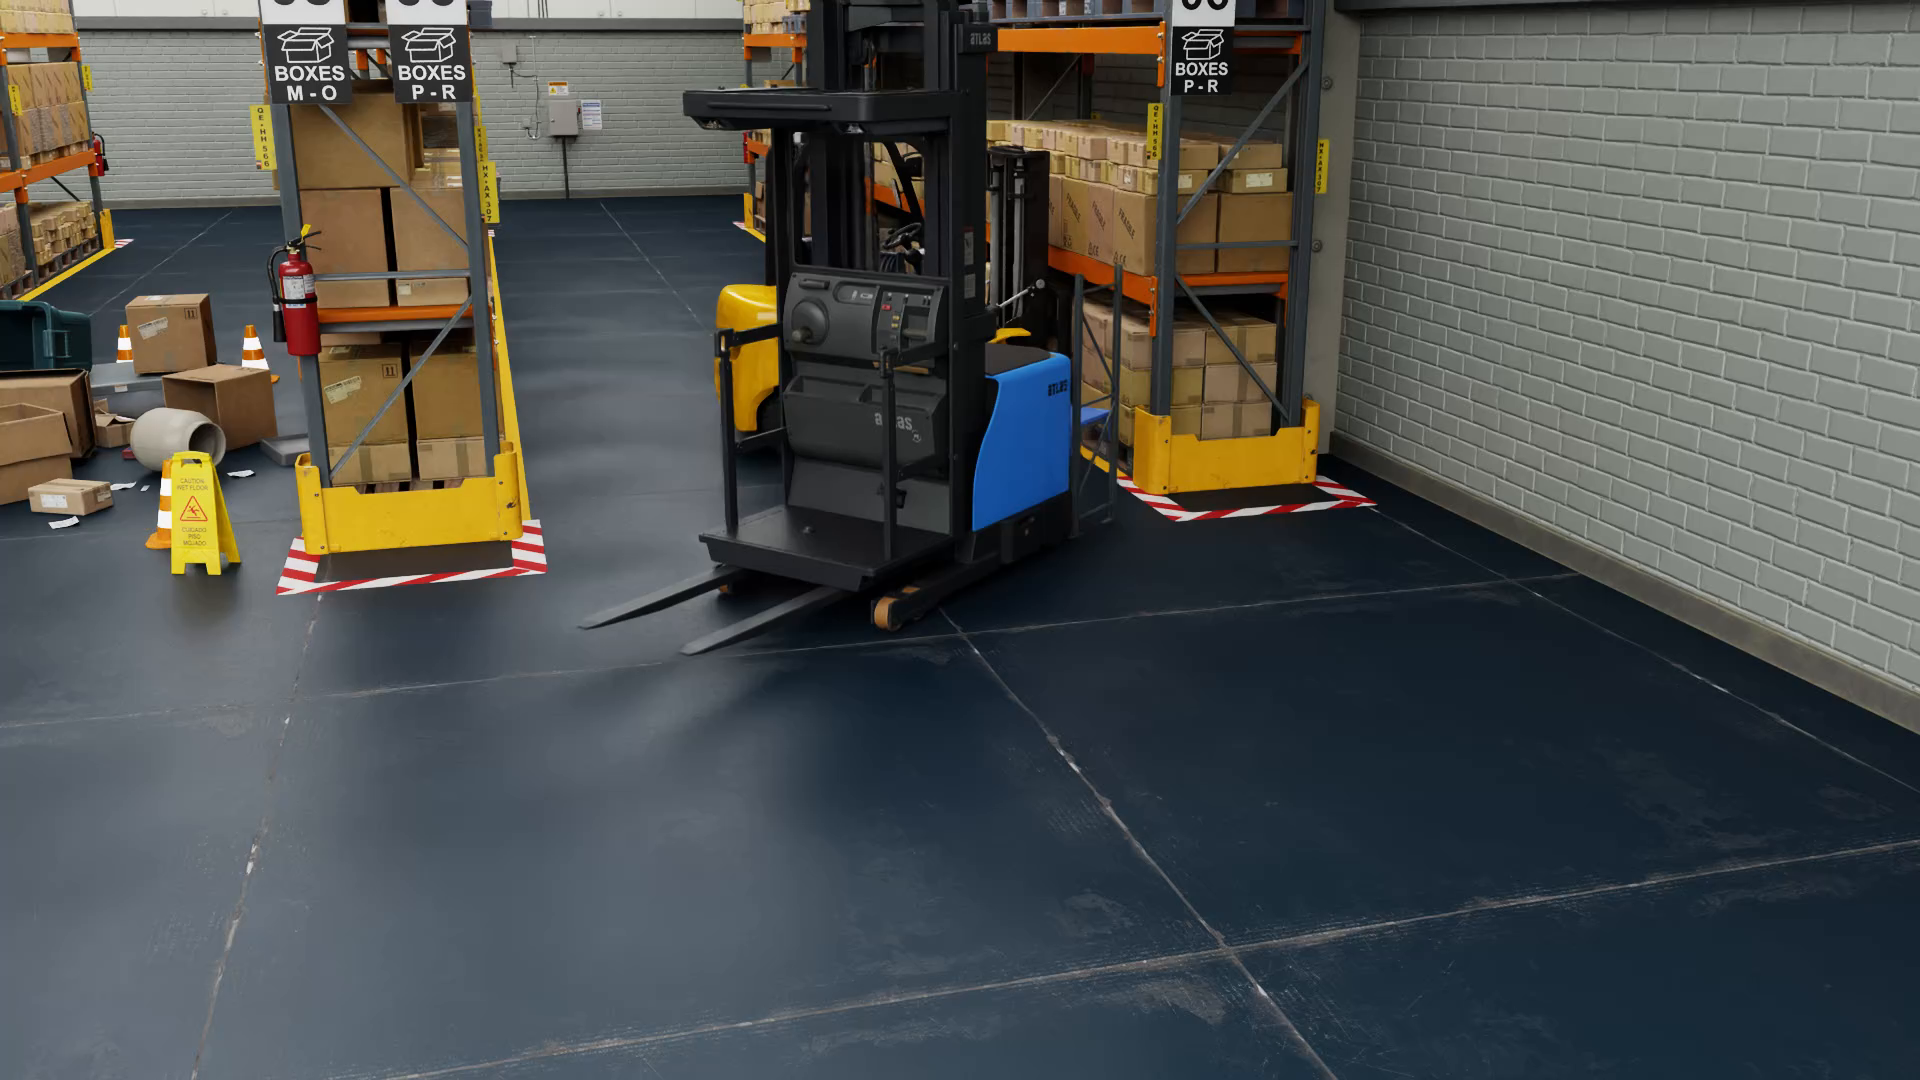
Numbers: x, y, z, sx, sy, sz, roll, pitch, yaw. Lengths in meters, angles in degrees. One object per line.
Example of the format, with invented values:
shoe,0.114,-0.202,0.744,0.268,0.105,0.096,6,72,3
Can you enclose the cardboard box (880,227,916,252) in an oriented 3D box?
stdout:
cardboard box,-0.346,-2.920,17.355,0.875,0.625,0.625,-4,17,-13

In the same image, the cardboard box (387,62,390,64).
cardboard box,-7.257,-6.134,21.618,0.380,0.149,0.250,-5,17,-17

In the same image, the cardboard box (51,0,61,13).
cardboard box,-11.693,-6.785,21.003,0.500,0.250,0.500,-5,17,-17

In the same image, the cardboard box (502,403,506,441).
cardboard box,-3.166,-0.694,10.598,0.500,0.250,0.500,-4,17,-13

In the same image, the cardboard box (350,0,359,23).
cardboard box,-3.584,-2.958,9.309,0.380,0.149,0.250,-4,17,-14

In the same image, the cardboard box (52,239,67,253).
cardboard box,-11.293,-3.641,20.583,0.380,0.149,0.250,-5,17,-17

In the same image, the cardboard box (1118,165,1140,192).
cardboard box,1.231,-2.317,10.651,0.380,0.149,0.250,-4,17,-14

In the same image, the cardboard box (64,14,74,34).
cardboard box,-11.826,-6.689,21.554,0.500,0.250,0.500,-5,17,-16

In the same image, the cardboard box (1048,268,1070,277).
cardboard box,0.557,-1.985,13.158,0.500,0.250,0.500,-5,17,-15

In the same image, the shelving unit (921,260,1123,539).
shelving unit,0.351,-0.869,9.738,1.048,1.500,0.538,11,20,32

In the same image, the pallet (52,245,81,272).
pallet,-11.664,-3.509,20.765,1.003,0.211,1.213,-5,17,-15

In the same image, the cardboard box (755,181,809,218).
cardboard box,-2.625,-5.071,24.729,0.797,0.503,0.637,-5,18,-17

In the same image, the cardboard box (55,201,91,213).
cardboard box,-11.816,-4.424,22.156,0.380,0.149,0.250,-4,17,-15

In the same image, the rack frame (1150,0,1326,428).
rack frame,1.695,-1.816,10.285,1.000,3.000,0.127,-5,17,-15

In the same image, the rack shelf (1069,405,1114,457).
rack shelf,0.351,-0.697,9.789,1.000,0.185,0.538,11,20,32

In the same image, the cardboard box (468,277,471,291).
cardboard box,-3.049,-1.562,9.873,0.380,0.149,0.250,-5,18,-17

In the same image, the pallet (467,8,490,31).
pallet,-4.531,-4.342,13.805,1.213,0.211,1.003,-5,17,-15

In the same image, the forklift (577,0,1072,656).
forklift,-0.600,-1.119,8.084,1.130,2.935,3.031,11,20,32

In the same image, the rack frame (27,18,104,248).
rack frame,-12.206,-5.429,22.313,1.000,3.000,0.127,-5,17,-15

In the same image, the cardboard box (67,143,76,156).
cardboard box,-11.636,-5.033,21.429,0.380,0.149,0.250,-4,17,-14

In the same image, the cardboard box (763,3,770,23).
cardboard box,-2.391,-7.182,22.678,0.500,0.250,0.500,-5,17,-16

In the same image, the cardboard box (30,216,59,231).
cardboard box,-11.222,-3.849,20.245,0.380,0.149,0.250,-4,17,-14

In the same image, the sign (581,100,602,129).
sign,-6.568,-7.583,29.648,0.329,0.494,0.001,-5,17,-15

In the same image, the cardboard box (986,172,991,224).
cardboard box,0.466,-2.827,13.477,0.500,0.500,0.500,-5,17,-17

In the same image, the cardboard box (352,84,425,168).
cardboard box,-3.802,-2.639,10.594,0.700,0.500,0.500,-5,17,-16

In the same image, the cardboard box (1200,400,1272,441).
cardboard box,1.748,-0.852,11.124,0.500,0.250,0.500,-5,17,-15

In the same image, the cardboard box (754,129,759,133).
cardboard box,-2.698,-6.027,24.045,0.500,0.250,0.500,-5,17,-15

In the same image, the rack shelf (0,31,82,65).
rack shelf,-11.656,-5.968,20.143,1.077,0.370,4.000,-5,17,-15

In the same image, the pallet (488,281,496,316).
pallet,-5.420,-2.524,17.489,1.003,0.211,1.213,-5,17,-15

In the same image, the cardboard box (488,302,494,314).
cardboard box,-3.473,-1.349,11.474,0.500,0.500,0.500,-4,17,-12

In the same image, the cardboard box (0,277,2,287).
cardboard box,-10.383,-2.858,17.368,0.500,0.500,0.500,-5,17,-16

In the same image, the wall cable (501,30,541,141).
wall cable,-7.686,-8.009,29.133,0.588,1.984,0.122,-5,17,-15

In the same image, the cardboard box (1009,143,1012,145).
cardboard box,0.601,-3.031,13.028,0.380,0.149,0.250,-5,17,-15

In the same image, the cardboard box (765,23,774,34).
cardboard box,-2.437,-6.952,22.603,0.380,0.149,0.250,-4,17,-14

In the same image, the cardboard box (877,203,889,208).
cardboard box,-0.788,-3.944,19.857,0.380,0.149,0.250,-5,18,-17

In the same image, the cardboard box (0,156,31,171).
cardboard box,-10.870,-4.307,19.013,0.380,0.149,0.250,-4,17,-13

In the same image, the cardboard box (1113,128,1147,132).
cardboard box,1.334,-2.930,12.175,0.380,0.149,0.250,-4,17,-14

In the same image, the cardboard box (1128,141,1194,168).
cardboard box,1.296,-2.466,10.628,0.380,0.149,0.250,-5,17,-15

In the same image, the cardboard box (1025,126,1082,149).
cardboard box,0.704,-3.028,12.501,0.380,0.149,0.250,-5,17,-16

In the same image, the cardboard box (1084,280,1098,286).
cardboard box,1.196,-1.885,12.826,0.500,0.250,0.500,-5,17,-15

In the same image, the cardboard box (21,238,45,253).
cardboard box,-10.898,-3.427,19.355,0.380,0.149,0.250,-4,17,-13

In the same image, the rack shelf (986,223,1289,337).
rack shelf,1.145,-2.025,12.230,1.077,0.370,4.000,-5,17,-15

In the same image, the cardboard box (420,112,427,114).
cardboard box,-4.167,-3.212,13.509,0.500,0.500,0.500,-5,17,-15

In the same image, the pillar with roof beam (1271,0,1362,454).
pillar with roof beam,-1.769,-4.613,9.168,9.100,9.000,0.400,-5,17,-15

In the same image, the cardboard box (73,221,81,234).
cardboard box,-11.487,-3.998,21.258,0.380,0.149,0.250,-4,17,-14

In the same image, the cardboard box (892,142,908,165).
cardboard box,-0.354,-3.770,16.181,0.500,0.250,0.500,-5,17,-17

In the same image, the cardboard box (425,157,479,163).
cardboard box,-3.520,-2.332,11.309,0.500,0.500,0.500,-4,17,-14

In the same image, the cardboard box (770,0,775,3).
cardboard box,-2.252,-7.284,22.146,0.500,0.250,0.500,-4,17,-14

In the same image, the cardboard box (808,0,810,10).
cardboard box,-1.559,-6.234,19.309,0.380,0.149,0.250,-4,17,-14

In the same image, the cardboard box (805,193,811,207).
cardboard box,-1.760,-4.330,21.141,0.380,0.149,0.250,-4,17,-13

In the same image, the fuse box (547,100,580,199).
fuse box,-6.986,-6.915,29.499,0.539,1.711,0.414,-5,17,-15

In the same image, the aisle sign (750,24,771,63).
aisle sign,-3.004,-7.483,24.630,0.394,0.787,0.004,-5,17,-15

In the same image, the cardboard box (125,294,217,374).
cardboard box,-5.879,-1.546,12.413,0.500,0.500,0.500,-5,17,-15
